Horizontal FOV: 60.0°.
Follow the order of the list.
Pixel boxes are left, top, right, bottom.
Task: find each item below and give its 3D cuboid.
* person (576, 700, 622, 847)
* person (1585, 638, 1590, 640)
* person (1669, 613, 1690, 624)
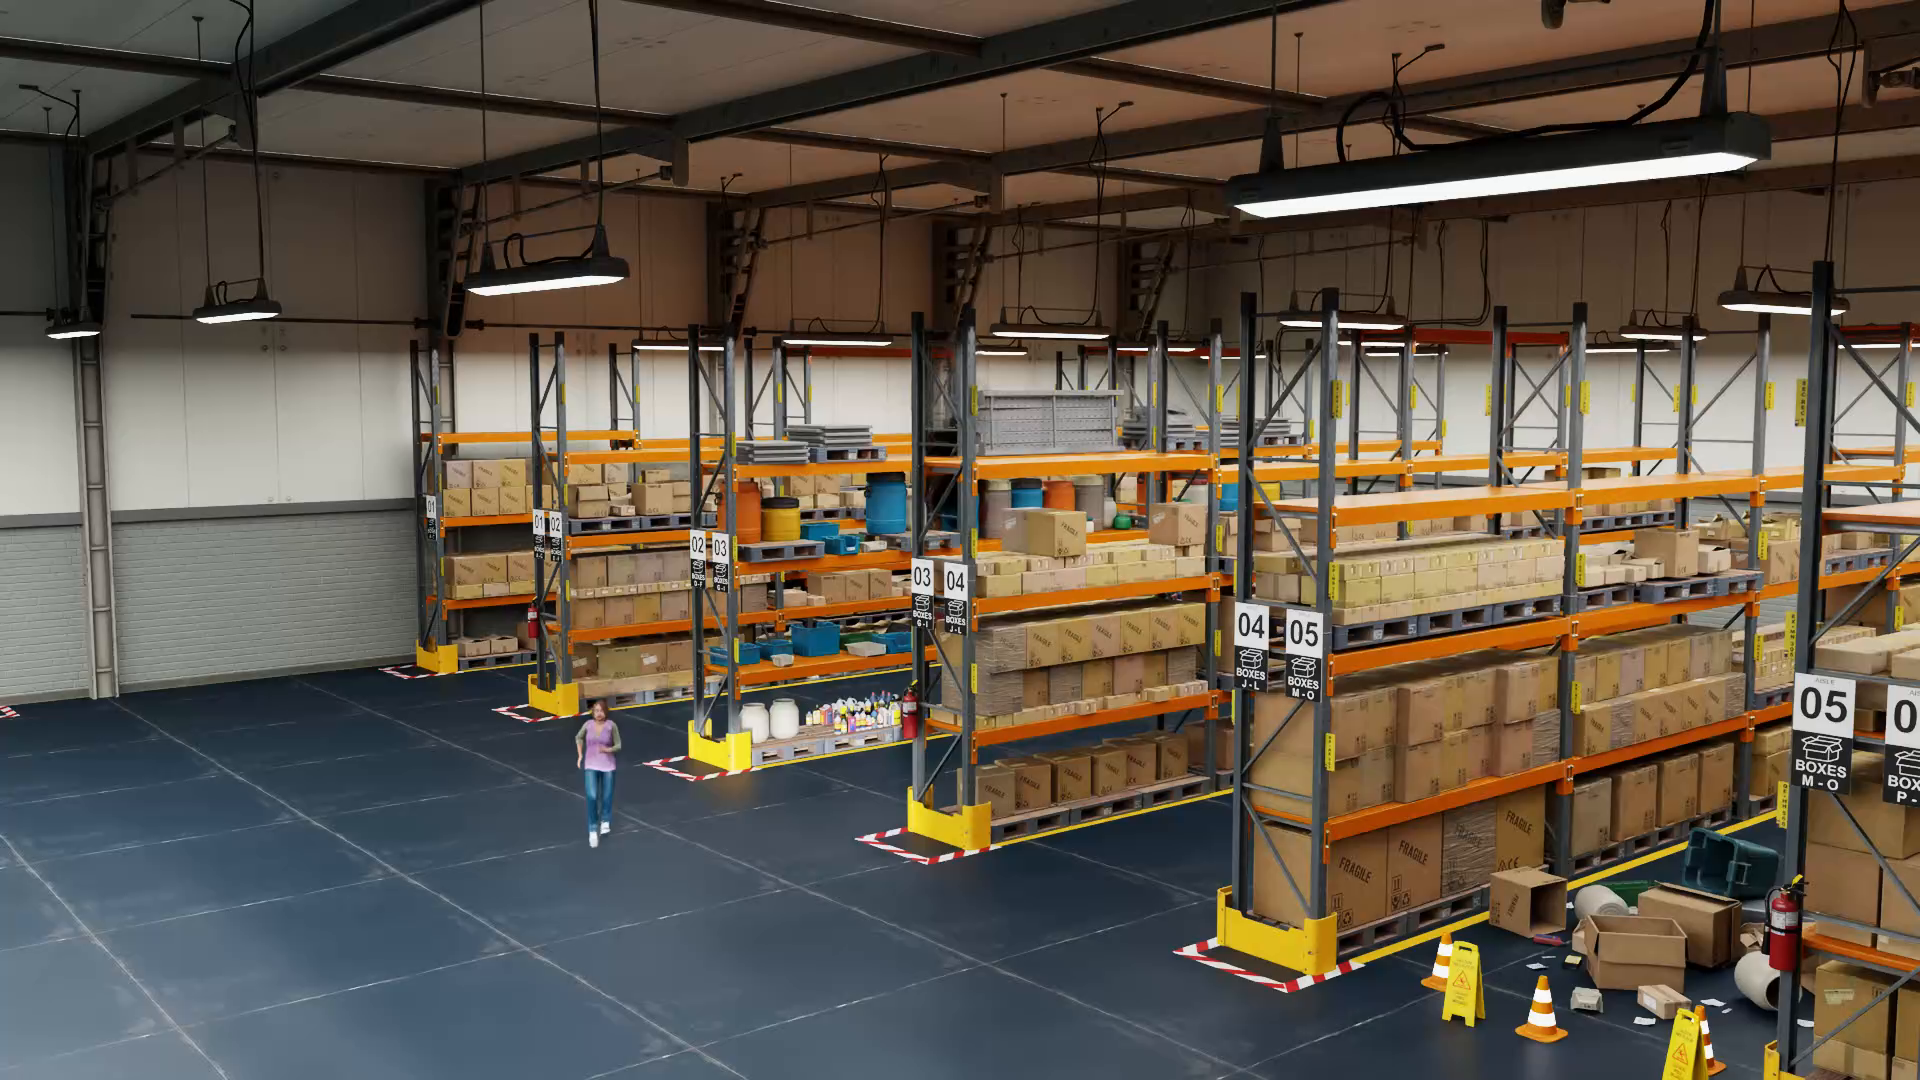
[{"bbox_3d":[-4.086,2.634,18.838,0.503,1.624,0.703,-1,5,-13],"label":"person"},{"bbox_3d":[8.470,2.196,22.491,0.968,1.747,0.710,-5,7,-42],"label":"person"},{"bbox_3d":[12.968,1.551,30.032,0.645,1.688,0.658,-2,6,-25],"label":"person"}]
